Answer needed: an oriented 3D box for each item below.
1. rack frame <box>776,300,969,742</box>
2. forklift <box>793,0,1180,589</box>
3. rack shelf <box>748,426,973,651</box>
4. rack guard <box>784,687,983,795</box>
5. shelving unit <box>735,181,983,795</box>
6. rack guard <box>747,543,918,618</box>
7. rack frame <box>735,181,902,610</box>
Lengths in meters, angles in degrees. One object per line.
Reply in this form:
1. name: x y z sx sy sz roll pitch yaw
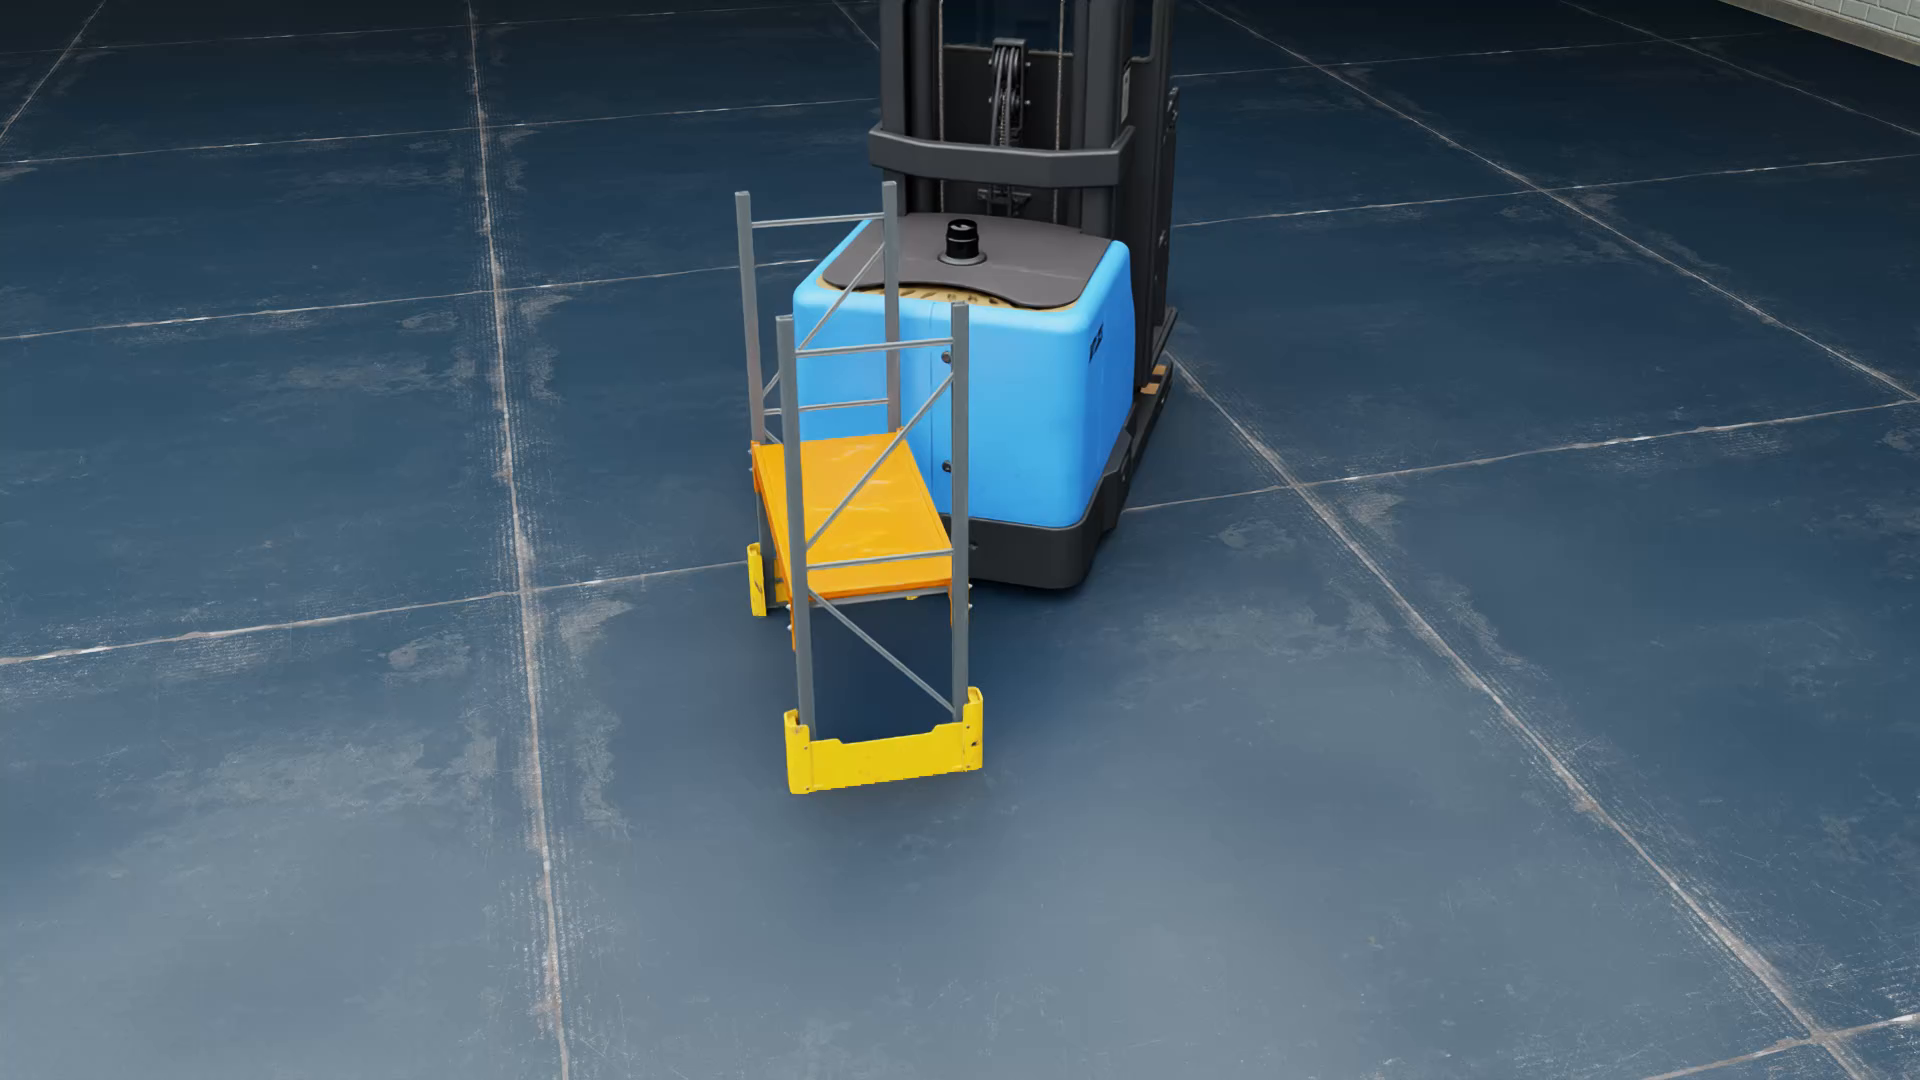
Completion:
1. rack frame: -0.223 0.059 4.651 0.500 1.500 0.032 -6 31 -11
2. forklift: 0.308 -1.822 6.472 1.130 2.935 3.031 8 31 13
3. rack shelf: -0.333 -0.034 5.171 0.538 0.185 1.000 -6 31 -11
4. rack guard: -0.224 0.599 4.965 0.587 0.250 0.087 -6 31 -11
5. shelving unit: -0.331 -0.185 5.073 0.587 1.500 1.083 -6 31 -11
6. rack guard: -0.439 0.112 5.807 0.587 0.250 0.087 -6 31 -11
7. rack frame: -0.443 -0.438 5.510 0.500 1.500 0.032 -6 31 -11
